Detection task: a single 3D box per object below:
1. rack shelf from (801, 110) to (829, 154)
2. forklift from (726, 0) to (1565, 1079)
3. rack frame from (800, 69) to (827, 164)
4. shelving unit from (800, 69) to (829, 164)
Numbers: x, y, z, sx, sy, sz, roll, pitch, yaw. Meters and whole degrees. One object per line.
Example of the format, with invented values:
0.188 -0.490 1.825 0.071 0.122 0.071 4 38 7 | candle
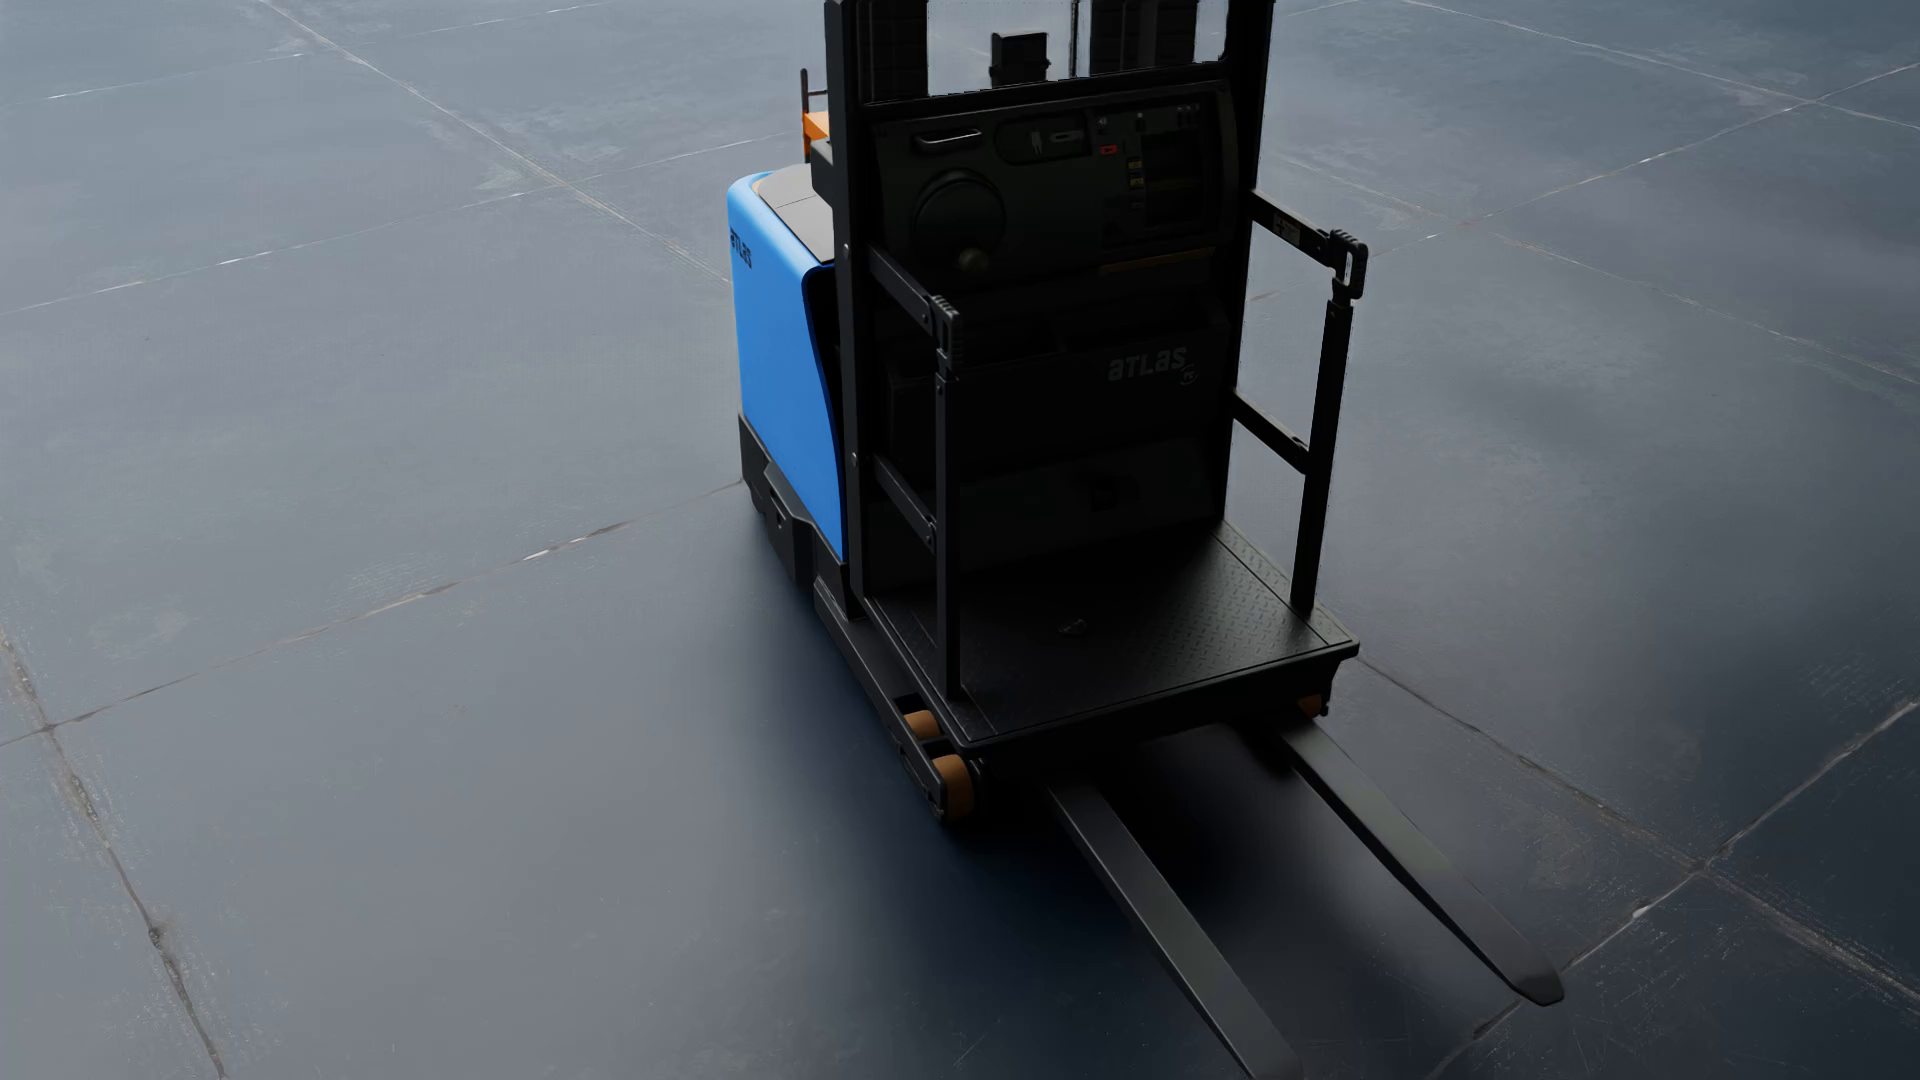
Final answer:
-0.318 -1.275 5.420 0.258 0.148 0.480 -13 34 -19 | rack shelf
0.325 -0.804 3.766 1.130 2.935 3.031 -13 34 -19 | forklift
-0.413 -1.060 5.819 0.240 1.200 0.015 -13 34 -19 | rack frame
-0.318 -0.941 5.628 0.258 1.200 0.503 -13 34 -19 | shelving unit
